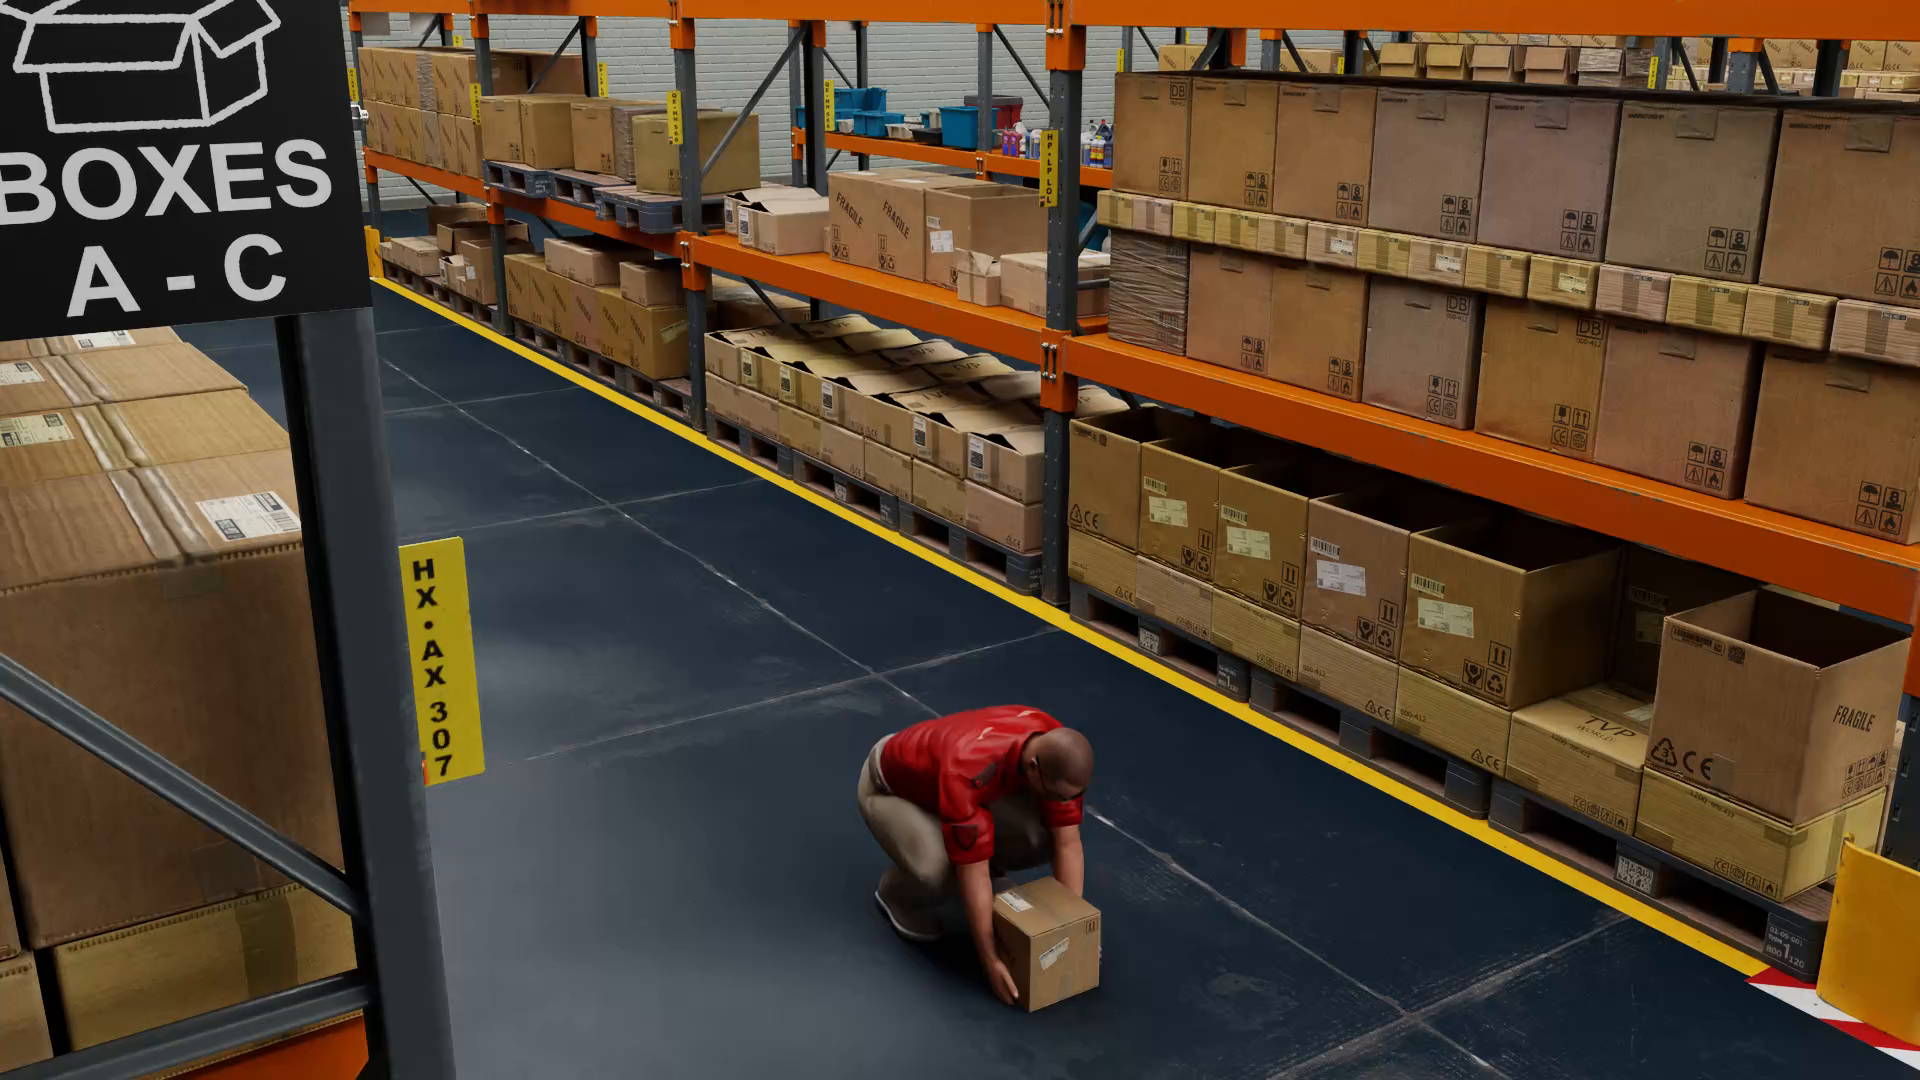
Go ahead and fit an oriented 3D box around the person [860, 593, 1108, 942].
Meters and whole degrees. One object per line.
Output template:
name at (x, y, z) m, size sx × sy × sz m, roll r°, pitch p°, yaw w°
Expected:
person at (0.084, 0.725, 4.951) m, size 0.508 × 1.049 × 0.963 m, roll -12°, pitch 22°, yaw -34°
